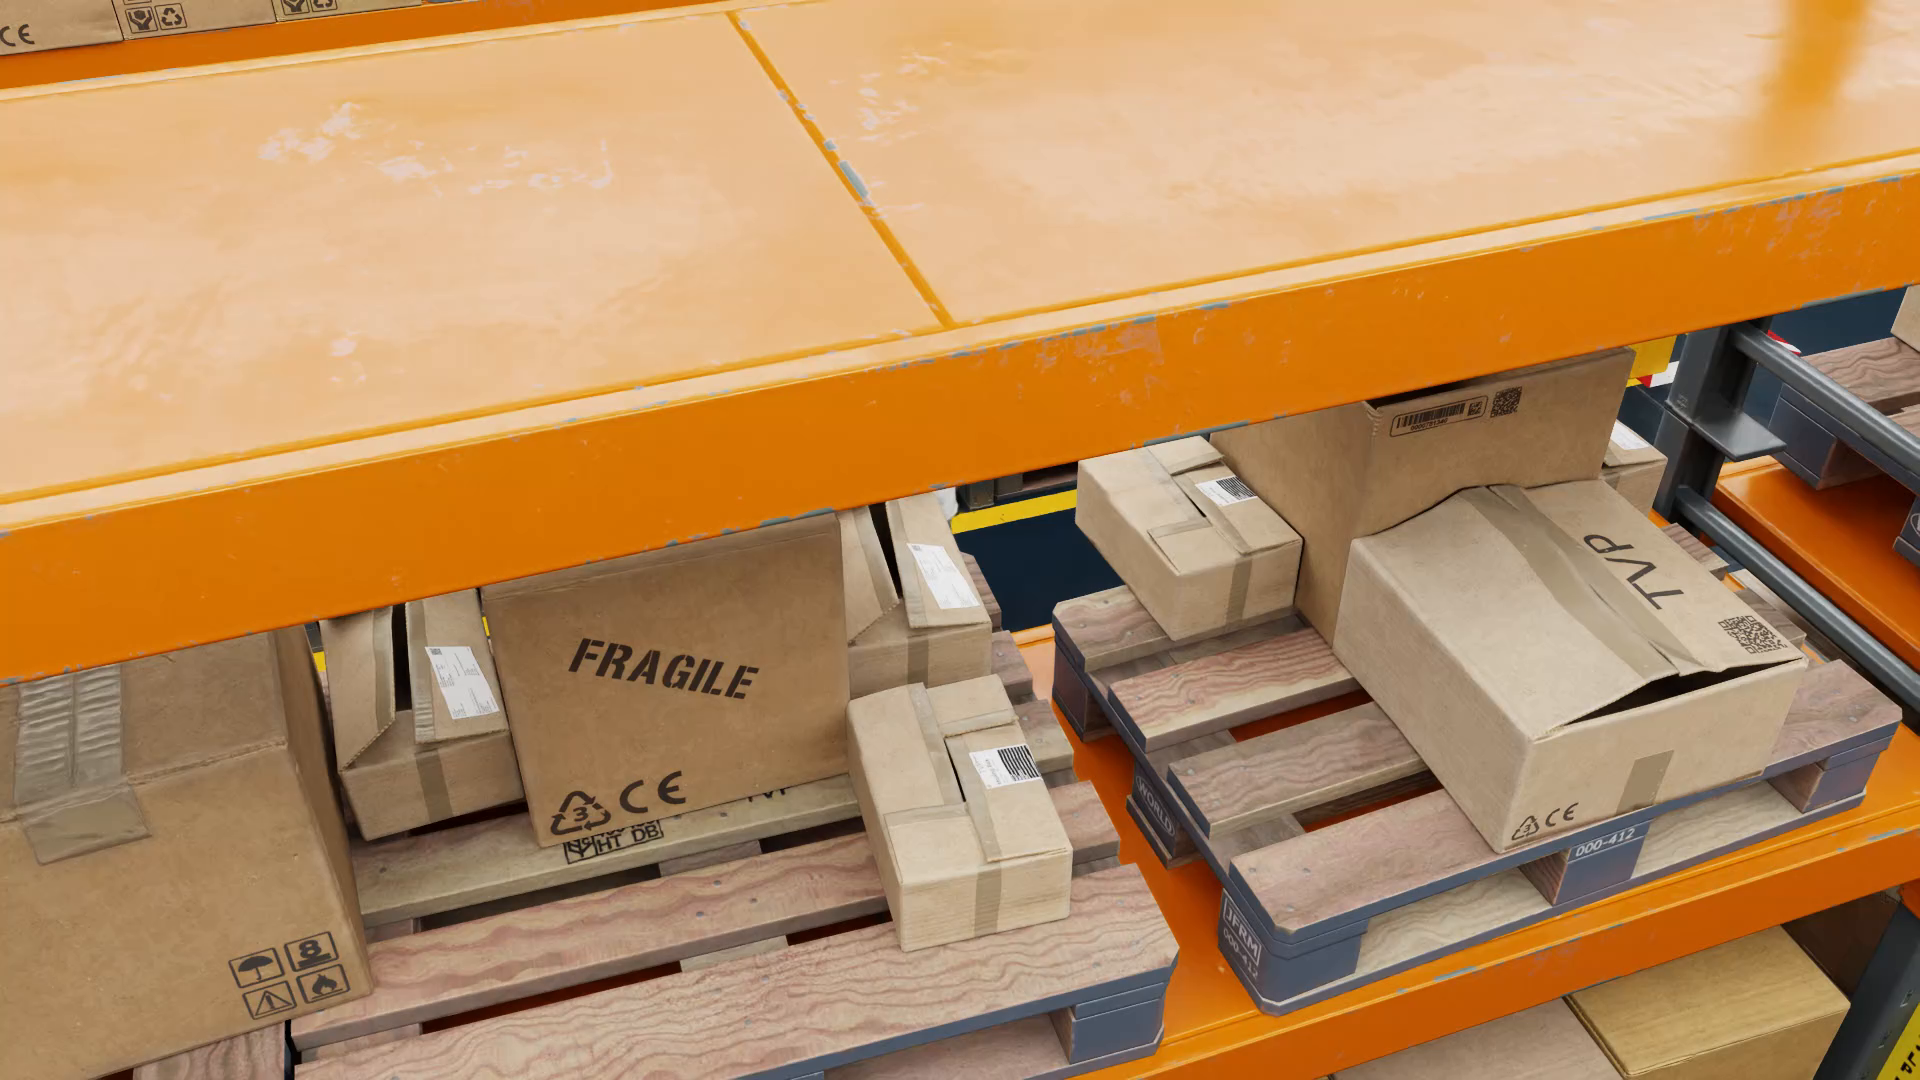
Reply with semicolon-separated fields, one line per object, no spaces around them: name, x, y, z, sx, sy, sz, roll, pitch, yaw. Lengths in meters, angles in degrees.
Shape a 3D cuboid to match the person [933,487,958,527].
person;-0.296;-0.109;6.776;0.547;1.770;0.491;-12;39;-16
